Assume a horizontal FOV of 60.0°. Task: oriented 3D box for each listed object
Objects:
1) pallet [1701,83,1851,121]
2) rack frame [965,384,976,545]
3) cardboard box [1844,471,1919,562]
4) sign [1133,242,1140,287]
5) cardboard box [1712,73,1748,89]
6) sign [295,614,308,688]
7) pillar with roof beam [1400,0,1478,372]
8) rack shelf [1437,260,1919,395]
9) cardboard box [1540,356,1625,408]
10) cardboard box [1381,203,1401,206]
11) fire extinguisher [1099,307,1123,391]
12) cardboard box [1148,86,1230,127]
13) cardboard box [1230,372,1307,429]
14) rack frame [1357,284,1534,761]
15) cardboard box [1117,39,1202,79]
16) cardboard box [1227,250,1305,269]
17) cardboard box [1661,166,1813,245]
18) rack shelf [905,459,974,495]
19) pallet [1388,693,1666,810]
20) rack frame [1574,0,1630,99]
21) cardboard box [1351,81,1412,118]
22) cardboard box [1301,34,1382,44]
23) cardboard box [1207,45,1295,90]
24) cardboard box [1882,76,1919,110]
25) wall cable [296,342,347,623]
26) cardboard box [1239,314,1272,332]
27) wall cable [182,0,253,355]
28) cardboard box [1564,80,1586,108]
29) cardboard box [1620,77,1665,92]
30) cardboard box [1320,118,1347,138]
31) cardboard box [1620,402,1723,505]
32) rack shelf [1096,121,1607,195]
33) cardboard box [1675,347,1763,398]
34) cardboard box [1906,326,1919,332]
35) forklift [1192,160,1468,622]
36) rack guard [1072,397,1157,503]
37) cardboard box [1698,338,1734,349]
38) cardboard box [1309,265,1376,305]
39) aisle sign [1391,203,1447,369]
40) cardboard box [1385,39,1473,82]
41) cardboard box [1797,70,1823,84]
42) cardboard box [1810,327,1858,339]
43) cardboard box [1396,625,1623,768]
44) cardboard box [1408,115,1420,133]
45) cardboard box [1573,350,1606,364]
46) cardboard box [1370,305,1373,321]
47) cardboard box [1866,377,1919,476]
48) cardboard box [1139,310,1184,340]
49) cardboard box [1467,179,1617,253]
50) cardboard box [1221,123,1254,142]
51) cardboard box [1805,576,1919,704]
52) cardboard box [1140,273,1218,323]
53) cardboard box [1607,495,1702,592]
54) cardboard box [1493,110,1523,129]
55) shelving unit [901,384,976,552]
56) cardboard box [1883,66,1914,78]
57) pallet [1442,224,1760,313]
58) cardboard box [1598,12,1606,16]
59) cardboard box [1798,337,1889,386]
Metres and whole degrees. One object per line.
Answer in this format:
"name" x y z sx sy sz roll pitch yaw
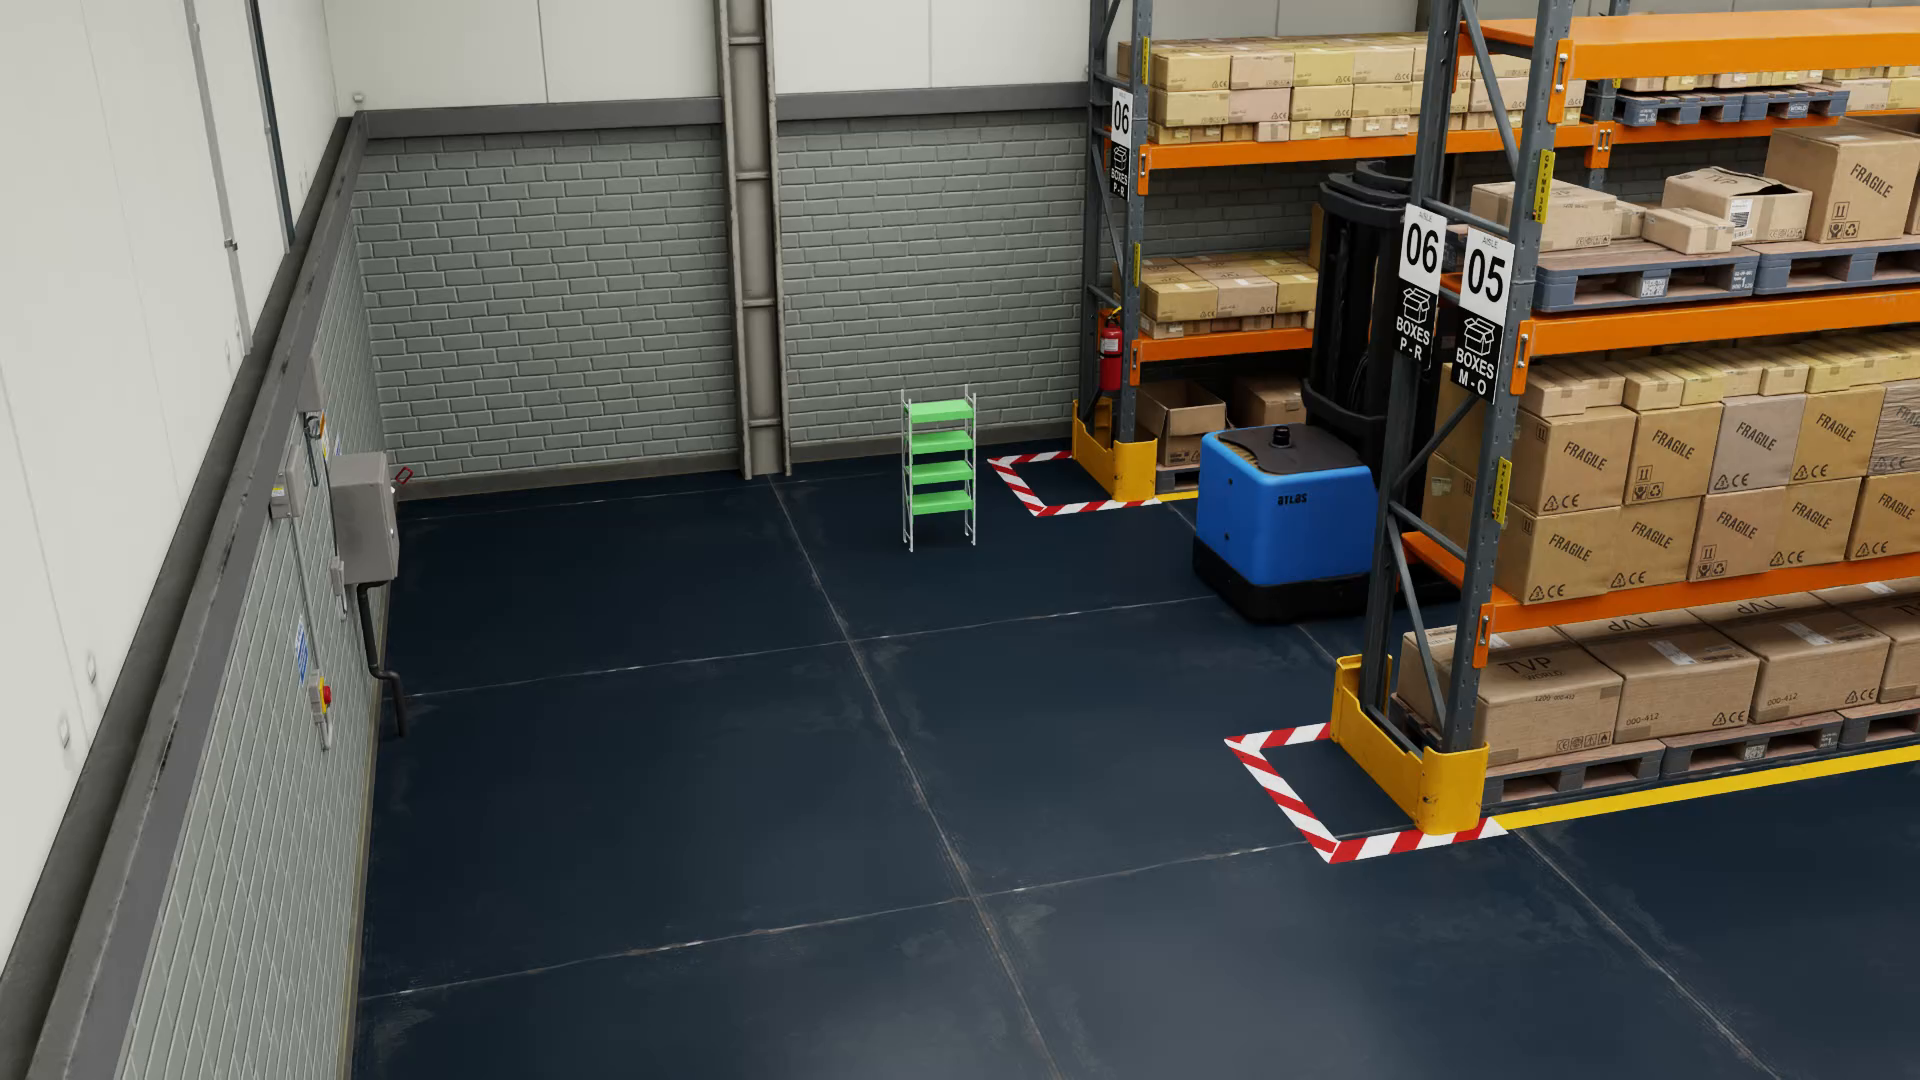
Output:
"pallet" 6.693 -3.778 14.114 1.003 0.211 1.213 -6 24 -14
"rack frame" 0.076 -0.560 12.463 0.015 1.200 0.240 -6 24 -14
"cardboard box" 5.041 -0.231 9.287 0.500 0.500 0.500 -7 24 -15
"sign" 1.344 -2.097 12.665 0.005 0.325 0.100 -6 24 -14
"cardboard box" 6.186 -3.787 13.557 0.250 0.149 0.380 -6 24 -14
"sign" -2.927 0.489 7.393 0.001 0.218 0.327 -6 24 -14
"pillar with roof beam" 5.298 -3.722 9.942 0.400 9.000 9.100 -6 24 -14
"rack shelf" 4.467 -1.282 8.972 4.000 0.370 1.077 -6 24 -14
"cardboard box" 3.191 -0.812 8.551 0.250 0.149 0.380 -6 24 -13
"cardboard box" 3.543 -2.686 13.998 0.500 0.500 0.500 -7 24 -16
"fire extinguisher" 1.180 -1.507 12.959 0.183 0.674 0.296 -6 24 -14
"cardboard box" 1.698 -3.295 12.564 0.500 0.250 0.500 -7 24 -15
"cardboard box" 2.645 -1.055 13.972 0.500 0.500 0.700 -5 24 -12
"rack frame" 2.542 -0.021 8.925 0.127 3.000 1.000 -6 24 -14
"cardboard box" 1.550 -3.734 12.954 0.500 0.250 0.500 -7 24 -16
"cardboard box" 2.543 -2.228 13.882 0.500 0.250 0.500 -6 24 -13
"cardboard box" 3.996 -1.738 8.576 0.500 0.311 0.500 -6 24 -13
"rack shelf" -0.159 -0.475 12.428 0.480 0.148 0.258 -6 24 -14
"pallet" 3.290 1.146 9.743 1.213 0.211 1.003 -6 24 -14
"rack frame" 5.049 -5.088 13.126 0.127 3.000 1.000 -6 24 -14
"cardboard box" 3.170 -3.470 12.973 0.500 0.250 0.500 -7 24 -15
"cardboard box" 3.033 -3.891 13.320 0.500 0.250 0.500 -6 24 -14
"cardboard box" 2.187 -3.580 12.594 0.500 0.250 0.500 -6 24 -15
"cardboard box" 7.988 -3.866 14.272 0.500 0.250 0.500 -6 24 -14
"wall cable" -3.275 -0.416 8.556 0.122 1.984 0.588 -6 24 -14
"cardboard box" 2.324 -1.810 13.413 0.250 0.149 0.380 -6 24 -13
"wall cable" -2.859 -2.065 6.081 0.029 3.000 0.463 -6 24 -14
"cardboard box" 4.652 -3.631 13.347 0.500 0.250 0.500 -6 24 -14
"cardboard box" 5.444 -3.714 13.387 0.250 0.149 0.380 -6 24 -14
"cardboard box" 2.803 -3.240 12.943 0.250 0.149 0.380 -7 24 -15
"cardboard box" 3.576 -0.527 8.710 0.500 0.500 0.500 -7 24 -16
"rack shelf" 3.123 -3.166 13.363 4.000 0.370 1.077 -6 24 -14
"cardboard box" 3.960 -0.879 8.708 0.250 0.149 0.380 -6 24 -14
"cardboard box" 5.418 -1.053 9.114 0.250 0.149 0.380 -7 24 -15
"forklift" 3.261 -1.116 11.563 3.031 2.935 1.130 -7 24 -16
"rack guard" 1.270 -0.764 13.828 0.348 0.500 1.175 -6 24 -14
"cardboard box" 4.047 -1.095 9.212 0.250 0.149 0.380 -6 24 -13
"cardboard box" 3.166 -2.090 13.561 0.500 0.250 0.500 -7 24 -16
"aisle sign" 2.389 -1.326 8.669 0.004 0.787 0.394 -6 24 -14
"cardboard box" 3.651 -3.754 12.999 0.500 0.250 0.500 -6 24 -13
"cardboard box" 6.917 -3.887 13.791 0.250 0.149 0.380 -6 24 -13
"cardboard box" 4.803 -1.160 9.363 0.250 0.149 0.380 -6 24 -15
"cardboard box" 3.150 0.855 9.600 0.875 0.438 0.875 -7 24 -16
"cardboard box" 3.541 -3.323 13.134 0.250 0.149 0.380 -6 24 -14
"cardboard box" 3.297 -1.034 9.069 0.250 0.149 0.380 -7 24 -15
"cardboard box" 3.319 -1.928 13.689 0.250 0.149 0.380 -6 24 -14
"cardboard box" 5.035 -0.689 9.086 0.500 0.500 0.500 -6 24 -14
"cardboard box" 1.588 -1.720 13.204 0.250 0.149 0.380 -6 24 -15
"cardboard box" 2.951 -1.652 8.452 0.500 0.250 0.500 -9 25 -19
"cardboard box" 2.064 -3.172 12.784 0.250 0.149 0.380 -6 24 -14
"cardboard box" 5.759 0.564 10.279 0.875 0.438 0.875 -7 24 -15
"cardboard box" 1.707 -1.919 13.161 0.500 0.250 0.500 -6 24 -14
"cardboard box" 3.561 -0.073 8.921 0.500 0.500 0.500 -7 24 -15
"cardboard box" 4.285 -3.394 13.299 0.250 0.149 0.380 -6 24 -13
"shelving unit" -0.159 -0.534 12.402 0.503 1.200 0.258 -6 24 -14
"cardboard box" 7.881 -4.039 14.170 0.250 0.149 0.380 -6 24 -14
"pallet" 3.253 -1.442 8.544 1.213 0.211 1.003 -6 24 -14
"cardboard box" 5.325 -4.219 13.661 0.258 0.266 0.396 -7 24 -15
"cardboard box" 4.702 -0.953 8.879 0.250 0.149 0.380 -6 24 -14
